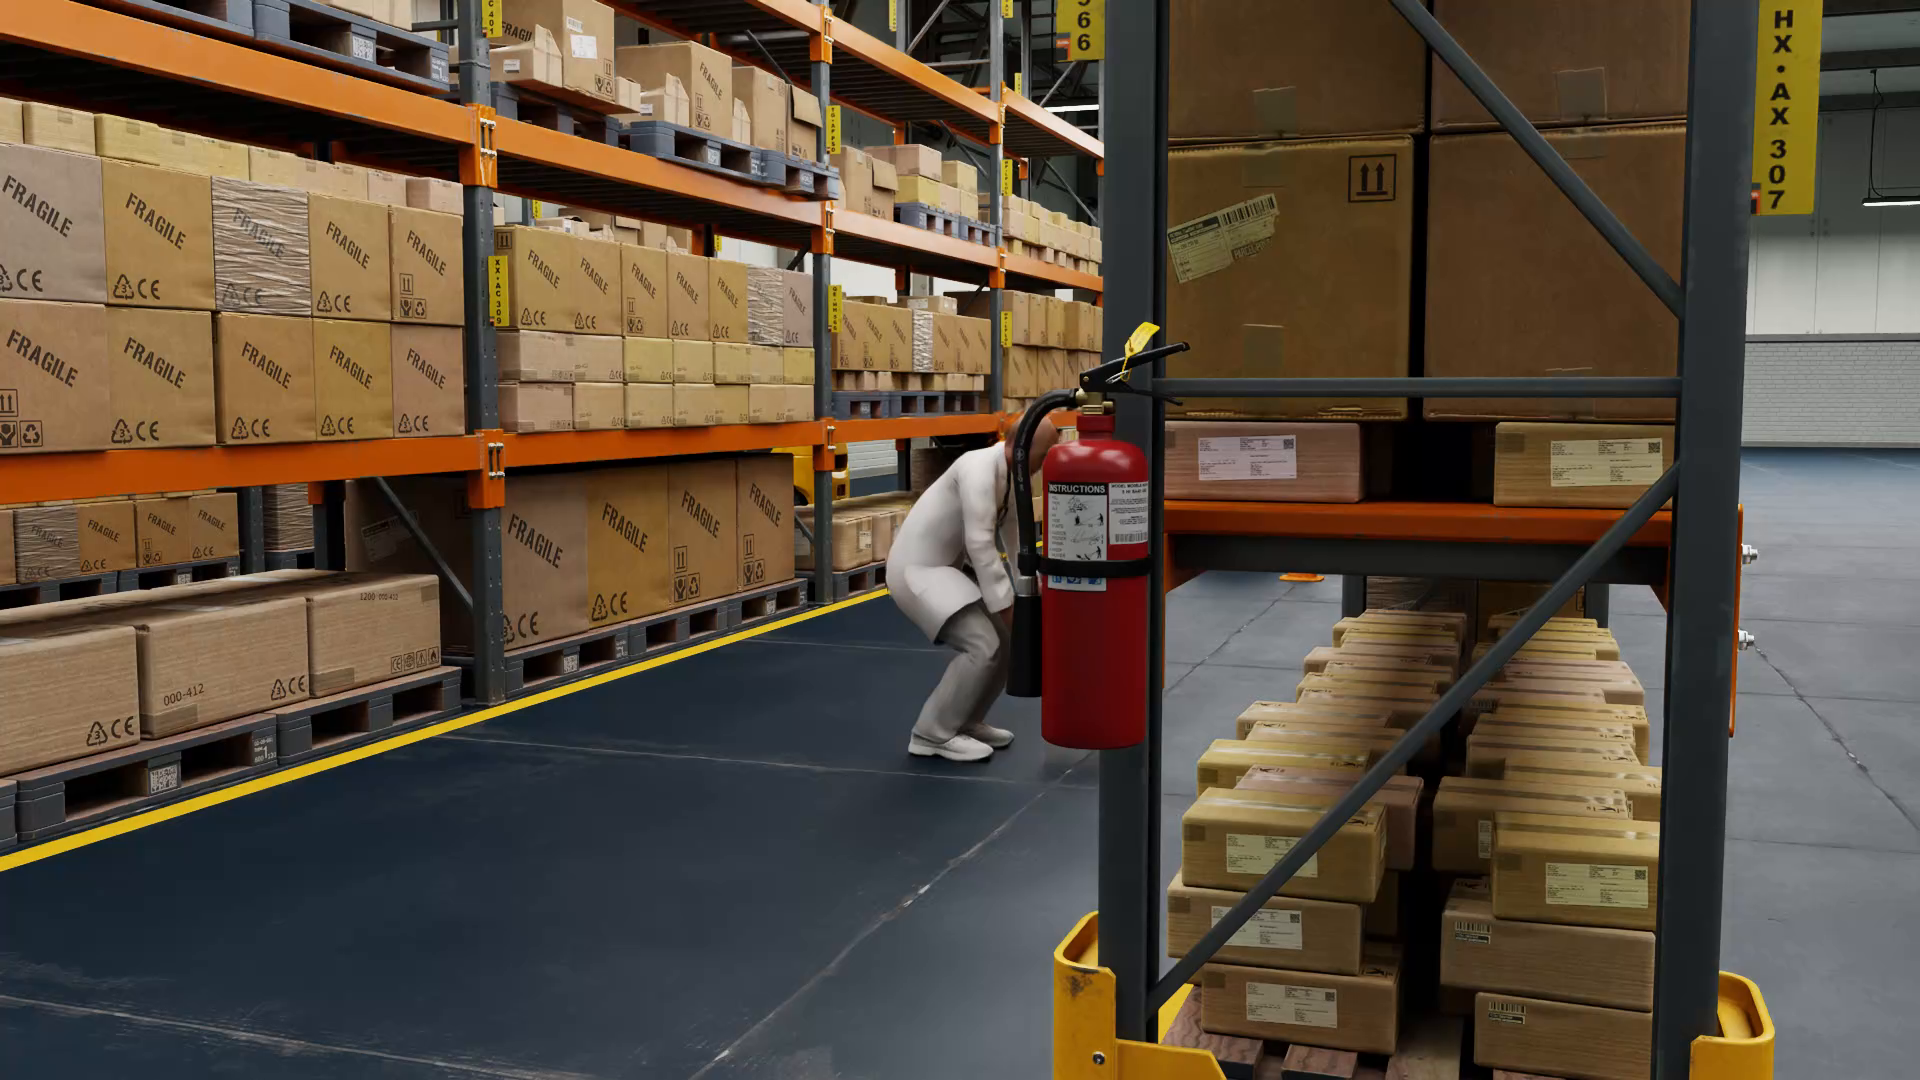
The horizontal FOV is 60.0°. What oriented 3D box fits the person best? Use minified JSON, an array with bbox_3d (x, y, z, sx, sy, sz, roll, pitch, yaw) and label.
[{"bbox_3d":[0.057,0.184,6.952,0.718,1.412,0.633,2,5,19],"label":"person"}]
